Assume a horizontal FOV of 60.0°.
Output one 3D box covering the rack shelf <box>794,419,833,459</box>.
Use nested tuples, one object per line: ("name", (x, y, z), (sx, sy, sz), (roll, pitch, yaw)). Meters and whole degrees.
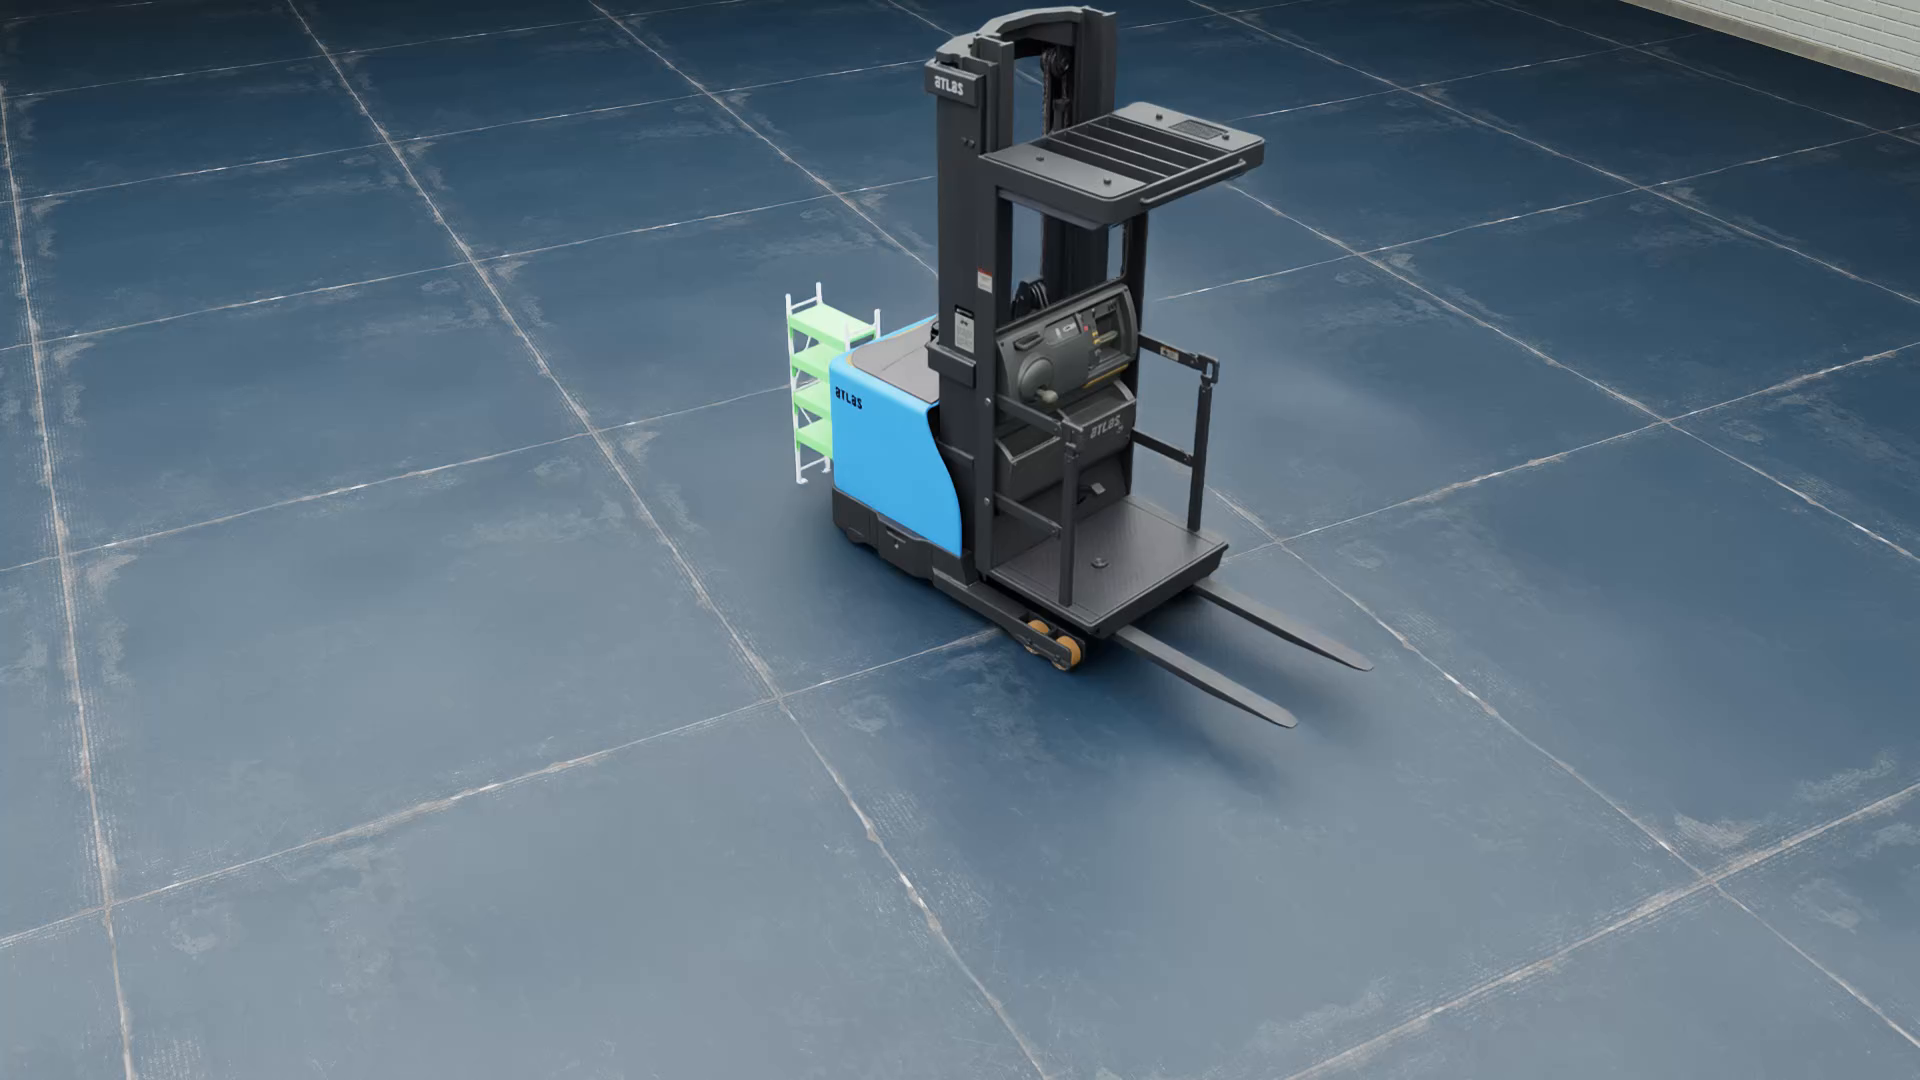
("rack shelf", (-0.697, -0.535, 9.555), (0.258, 0.148, 0.480), (-28, 42, -36))

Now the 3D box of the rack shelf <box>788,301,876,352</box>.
("rack shelf", (-0.697, -1.142, 9.167), (0.258, 0.148, 0.480), (-28, 42, -36))

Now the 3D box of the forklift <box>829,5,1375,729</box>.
("forklift", (0.680, -0.904, 7.962), (1.130, 2.935, 3.031), (-28, 42, -36))

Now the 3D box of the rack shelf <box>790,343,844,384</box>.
("rack shelf", (-0.697, -0.940, 9.296), (0.258, 0.148, 0.480), (-28, 42, -36))

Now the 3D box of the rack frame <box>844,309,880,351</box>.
("rack frame", (-0.526, -0.697, 9.245), (0.240, 1.200, 0.015), (-28, 42, -36))

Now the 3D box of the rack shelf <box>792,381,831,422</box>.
("rack shelf", (-0.697, -0.737, 9.426), (0.258, 0.148, 0.480), (-28, 42, -36))

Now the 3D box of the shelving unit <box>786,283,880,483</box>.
("shelving unit", (-0.697, -0.791, 9.391), (0.258, 1.200, 0.503), (-28, 42, -36))

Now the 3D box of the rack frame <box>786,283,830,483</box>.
("rack frame", (-0.868, -0.885, 9.538), (0.240, 1.200, 0.015), (-28, 42, -36))
